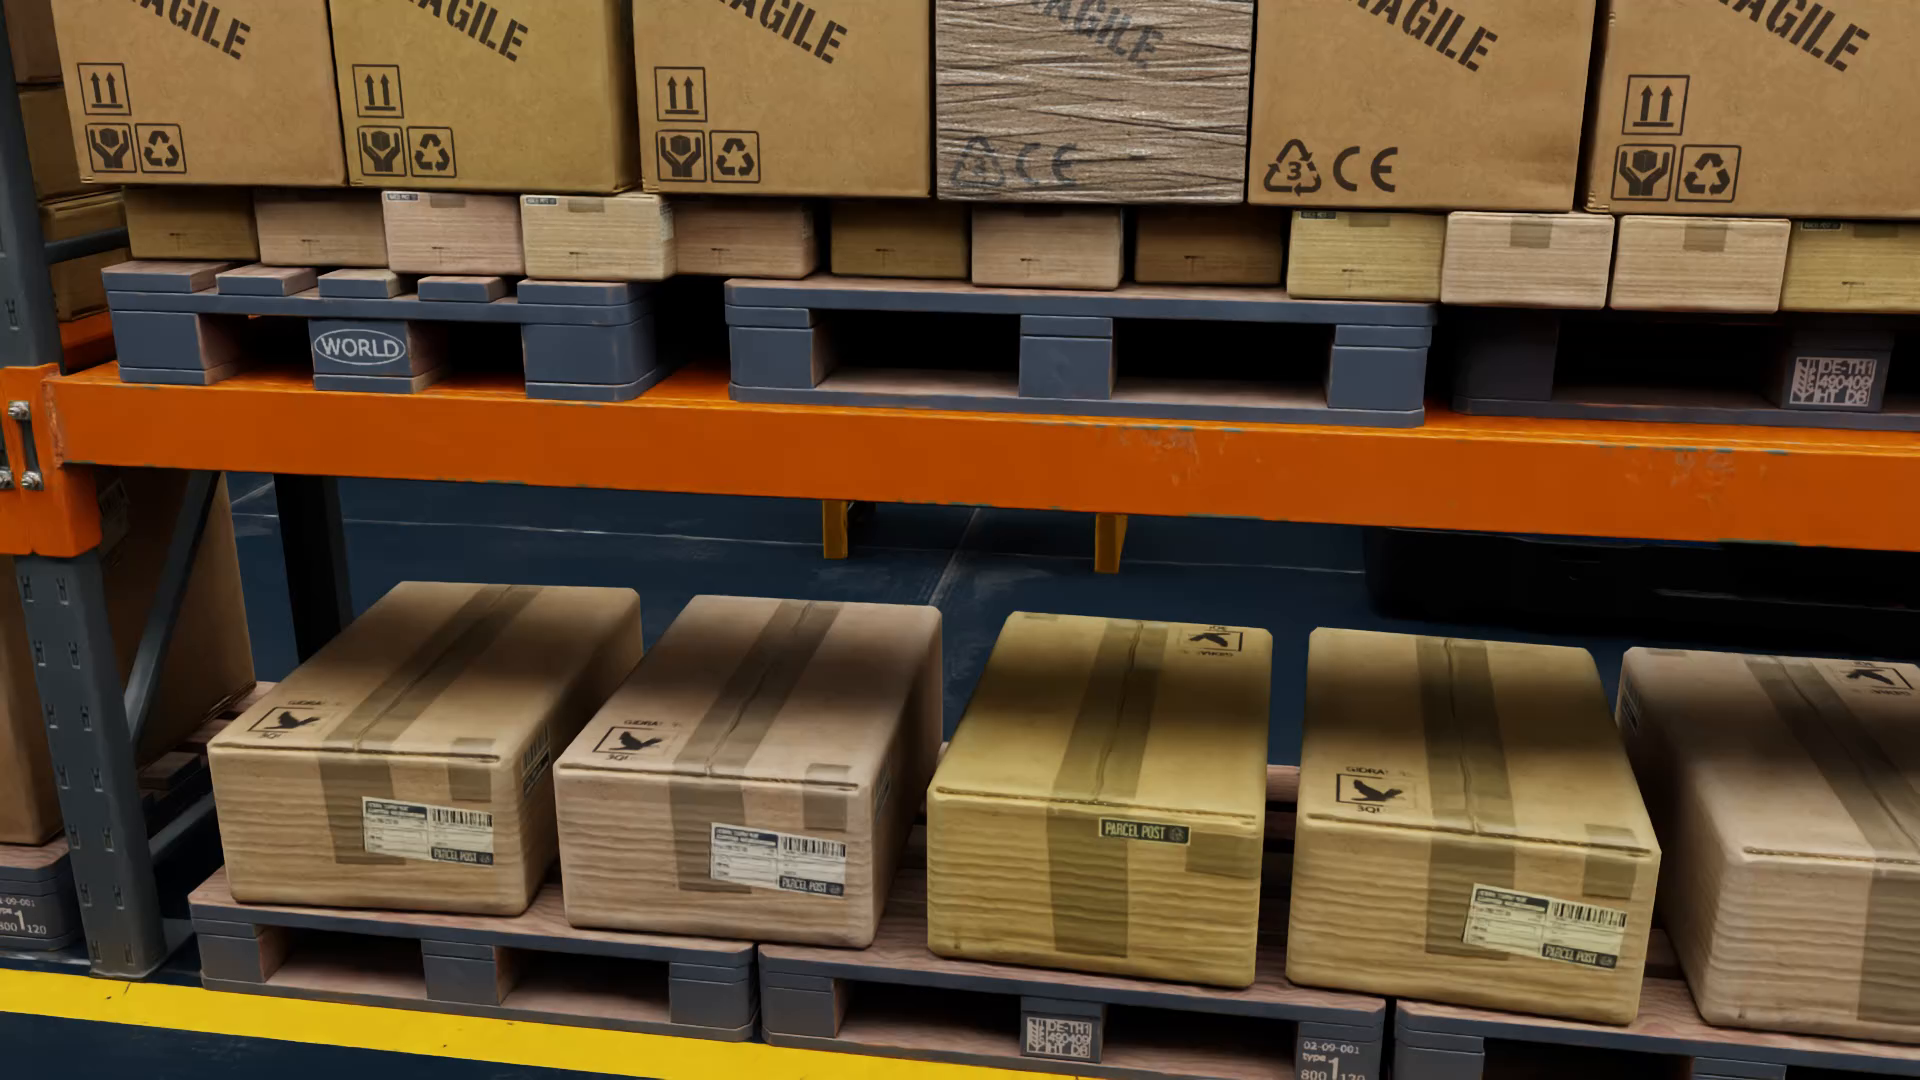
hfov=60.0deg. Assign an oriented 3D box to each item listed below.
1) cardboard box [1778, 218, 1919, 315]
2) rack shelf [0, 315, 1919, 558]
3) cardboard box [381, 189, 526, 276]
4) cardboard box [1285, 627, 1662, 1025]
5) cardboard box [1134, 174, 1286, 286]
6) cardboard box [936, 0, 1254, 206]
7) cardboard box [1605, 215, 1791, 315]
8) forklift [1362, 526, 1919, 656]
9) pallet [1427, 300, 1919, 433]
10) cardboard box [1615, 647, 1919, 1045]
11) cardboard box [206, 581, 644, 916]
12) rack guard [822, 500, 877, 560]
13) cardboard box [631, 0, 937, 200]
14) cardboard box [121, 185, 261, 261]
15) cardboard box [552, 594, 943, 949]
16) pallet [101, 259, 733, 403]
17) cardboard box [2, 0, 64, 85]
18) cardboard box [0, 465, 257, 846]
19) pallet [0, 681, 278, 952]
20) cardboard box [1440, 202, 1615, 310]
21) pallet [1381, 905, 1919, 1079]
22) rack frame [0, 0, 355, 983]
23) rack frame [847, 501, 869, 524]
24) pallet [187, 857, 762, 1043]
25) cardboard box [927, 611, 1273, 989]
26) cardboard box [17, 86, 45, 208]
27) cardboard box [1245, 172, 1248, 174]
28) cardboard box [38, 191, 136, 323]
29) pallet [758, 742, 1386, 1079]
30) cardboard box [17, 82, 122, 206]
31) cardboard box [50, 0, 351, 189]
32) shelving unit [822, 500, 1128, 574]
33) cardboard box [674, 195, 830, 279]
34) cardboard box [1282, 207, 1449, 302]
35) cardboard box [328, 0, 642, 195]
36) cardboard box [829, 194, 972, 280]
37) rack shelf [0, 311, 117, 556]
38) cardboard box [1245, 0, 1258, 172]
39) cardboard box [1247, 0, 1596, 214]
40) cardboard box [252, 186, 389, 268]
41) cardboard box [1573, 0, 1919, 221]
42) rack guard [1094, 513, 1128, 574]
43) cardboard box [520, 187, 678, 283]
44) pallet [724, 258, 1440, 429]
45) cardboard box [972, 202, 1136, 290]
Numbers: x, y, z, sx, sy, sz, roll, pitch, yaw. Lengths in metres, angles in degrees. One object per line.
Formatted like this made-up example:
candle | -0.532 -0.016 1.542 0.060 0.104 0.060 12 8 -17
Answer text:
cardboard box | 1.438 -0.484 2.756 0.250 0.149 0.380 2 19 7
rack shelf | 0.272 -0.205 3.322 4.000 0.370 1.077 3 19 9
cardboard box | -0.874 -0.599 3.101 0.250 0.149 0.380 2 19 5
cardboard box | 1.019 0.541 3.439 0.625 0.372 0.950 4 19 12
cardboard box | 0.447 -0.566 3.002 0.250 0.149 0.380 2 19 7
cardboard box | 0.239 -0.863 2.867 0.500 0.500 0.500 2 19 7
cardboard box | 1.178 -0.485 2.761 0.250 0.149 0.380 3 19 8
forklift | 2.939 -1.198 5.266 3.031 2.935 1.130 4 19 11
pallet | 1.516 -0.439 3.189 1.213 0.211 1.003 3 19 9
cardboard box | 1.729 0.576 3.334 0.625 0.372 0.950 3 19 9
cardboard box | -1.146 0.432 3.765 0.625 0.372 0.950 2 19 5
rack guard | -0.416 -0.140 6.327 0.087 0.250 0.587 3 19 9
cardboard box | -0.254 -0.891 2.949 0.500 0.500 0.500 3 19 10
cardboard box | -1.411 -0.652 3.259 0.250 0.149 0.380 2 19 5
cardboard box | -0.416 0.466 3.661 0.625 0.372 0.950 3 19 8
pallet | -0.982 -0.553 3.532 1.003 0.211 1.213 3 19 9
cardboard box | -2.150 -1.270 3.637 0.500 0.500 0.500 2 19 7
cardboard box | -2.371 0.101 3.961 0.875 0.875 0.875 3 19 8
pallet | -2.469 0.612 4.140 1.213 0.211 1.003 3 19 9
cardboard box | 0.925 -0.497 2.796 0.250 0.149 0.380 3 19 9
pallet | 1.478 0.838 3.465 1.213 0.211 1.003 3 19 9
rack frame | -1.702 -0.647 3.509 0.127 3.000 1.000 3 19 9
rack frame | -0.418 -0.733 6.129 0.032 1.500 0.500 3 19 9
pallet | -0.931 0.715 3.832 1.213 0.211 1.003 3 19 9
cardboard box | 0.332 0.506 3.542 0.625 0.372 0.950 4 19 10
cardboard box | -2.221 -0.758 3.288 0.500 0.250 0.500 3 19 8
cardboard box | 0.469 -0.727 3.481 0.250 0.149 0.380 4 19 11
cardboard box | -2.145 -0.679 3.842 0.500 0.250 0.500 3 19 8
pallet | 0.270 0.778 3.647 1.213 0.211 1.003 3 19 9
cardboard box | -2.163 -0.916 3.761 0.500 0.250 0.500 3 19 8
cardboard box | -1.295 -0.939 3.095 0.500 0.500 0.500 2 19 7
shelving unit | 0.075 -0.707 6.054 1.083 1.500 0.587 3 19 9
cardboard box | -0.355 -0.591 3.077 0.250 0.149 0.380 4 19 12
cardboard box | 0.690 -0.521 2.866 0.250 0.149 0.380 3 19 9
cardboard box | -0.779 -0.915 3.023 0.500 0.500 0.500 4 19 11
cardboard box | -0.070 -0.589 3.071 0.250 0.149 0.380 4 19 11
rack shelf | -3.677 -0.406 3.924 4.000 0.370 1.077 3 19 9
cardboard box | 0.340 -1.023 3.346 0.500 0.500 0.500 2 19 6
cardboard box | 0.756 -0.837 2.789 0.500 0.500 0.500 4 19 11
cardboard box | -1.137 -0.627 3.185 0.250 0.149 0.380 2 19 5
cardboard box | 1.265 -0.809 2.705 0.500 0.500 0.500 3 19 9
rack guard | 0.567 -0.090 6.177 0.087 0.250 0.587 3 19 9
cardboard box | -0.606 -0.579 3.040 0.250 0.149 0.380 3 19 9
pallet | 0.259 -0.469 3.280 1.213 0.211 1.003 3 19 9
cardboard box | 0.177 -0.556 2.971 0.250 0.149 0.380 4 19 10
